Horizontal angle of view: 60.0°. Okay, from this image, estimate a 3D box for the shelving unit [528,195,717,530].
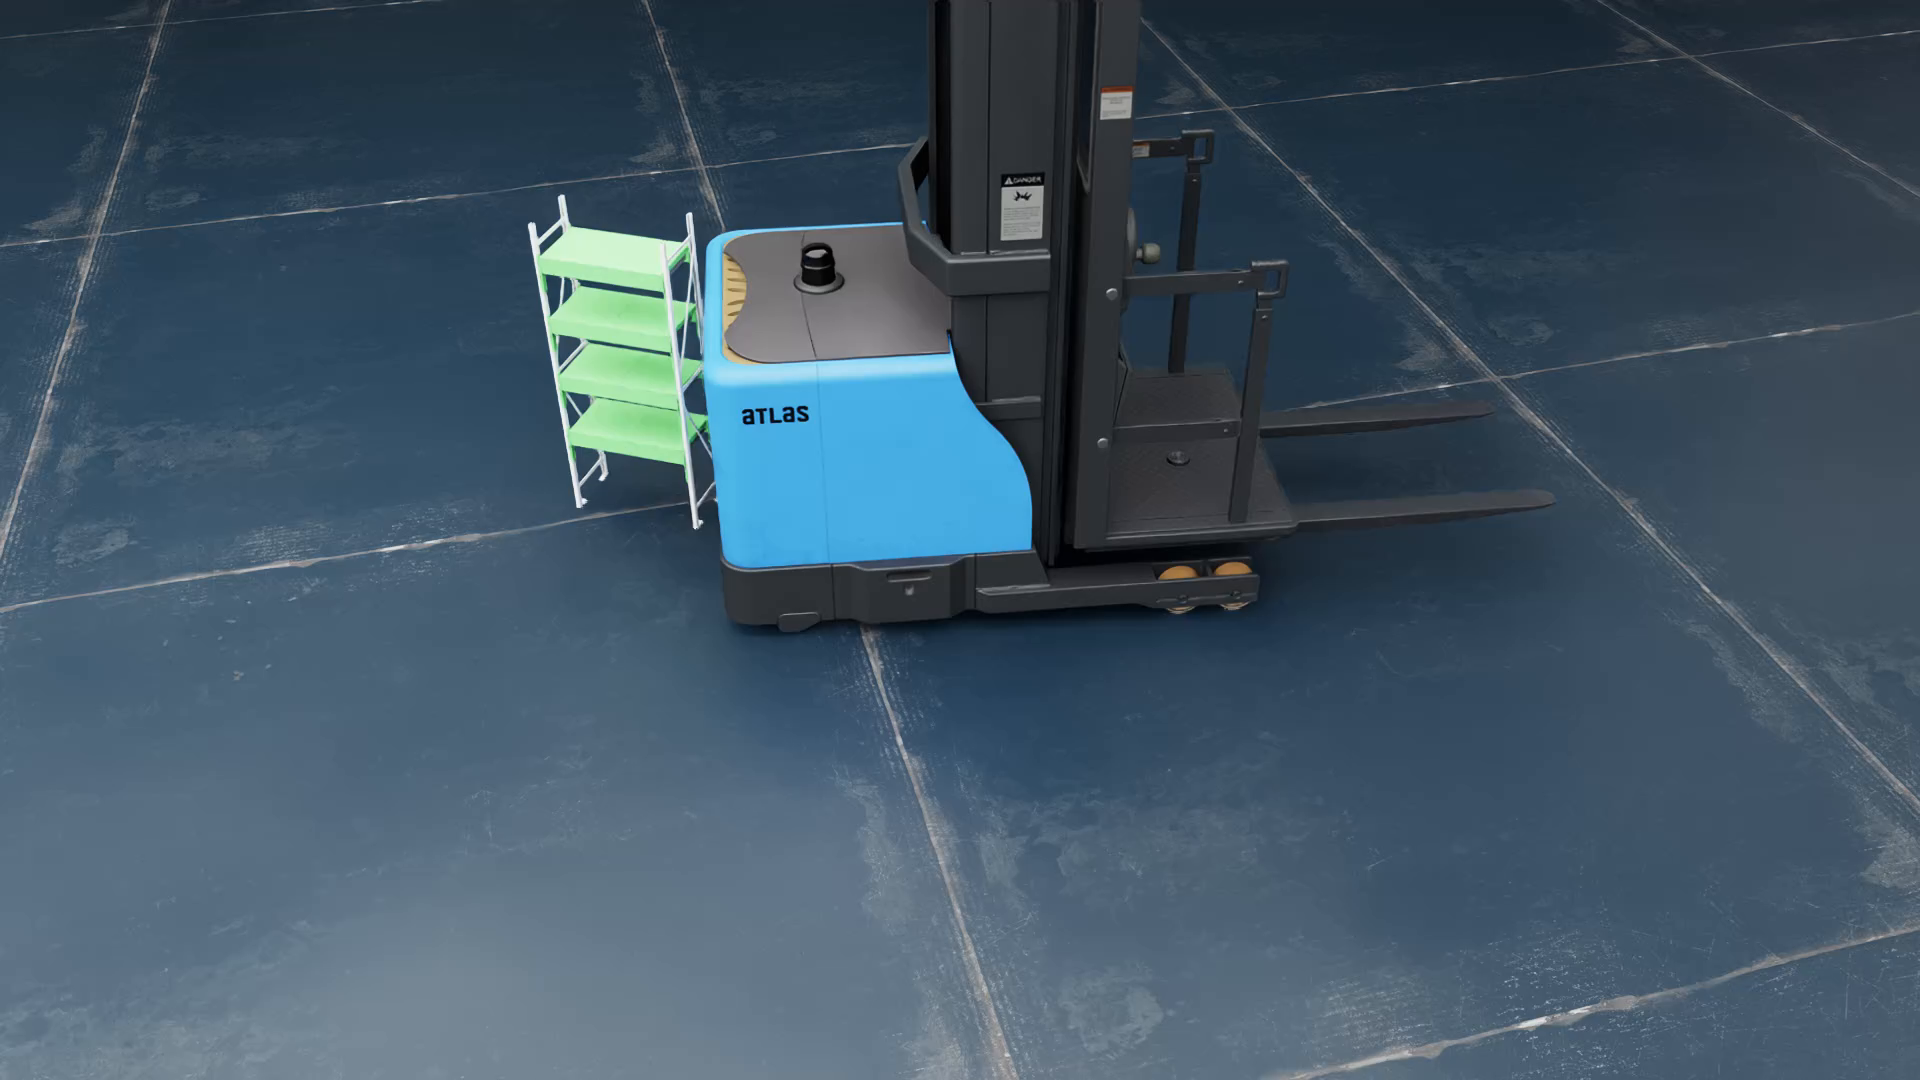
[{"bbox_3d":[-1.202,-0.627,6.083,0.503,1.200,0.258,10,39,13],"label":"shelving unit"}]

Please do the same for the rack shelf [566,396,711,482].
[{"bbox_3d":[-1.202,-0.386,6.267,0.480,0.148,0.258,10,39,13],"label":"rack shelf"}]

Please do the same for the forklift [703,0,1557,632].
[{"bbox_3d":[0.637,-1.224,5.438,3.031,2.935,1.130,-4,38,-5],"label":"forklift"}]

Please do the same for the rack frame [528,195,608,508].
[{"bbox_3d":[-1.435,-0.670,6.138,0.015,1.200,0.240,10,39,13],"label":"rack frame"}]

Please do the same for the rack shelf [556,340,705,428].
[{"bbox_3d":[-1.202,-0.577,6.121,0.480,0.148,0.258,10,39,13],"label":"rack shelf"}]

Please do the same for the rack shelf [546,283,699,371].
[{"bbox_3d":[-1.202,-0.767,5.976,0.480,0.148,0.258,10,39,13],"label":"rack shelf"}]

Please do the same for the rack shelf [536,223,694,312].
[{"bbox_3d":[-1.202,-0.958,5.830,0.480,0.148,0.258,10,39,13],"label":"rack shelf"}]

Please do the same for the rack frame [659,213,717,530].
[{"bbox_3d":[-0.968,-0.585,6.028,0.015,1.200,0.240,10,39,13],"label":"rack frame"}]
